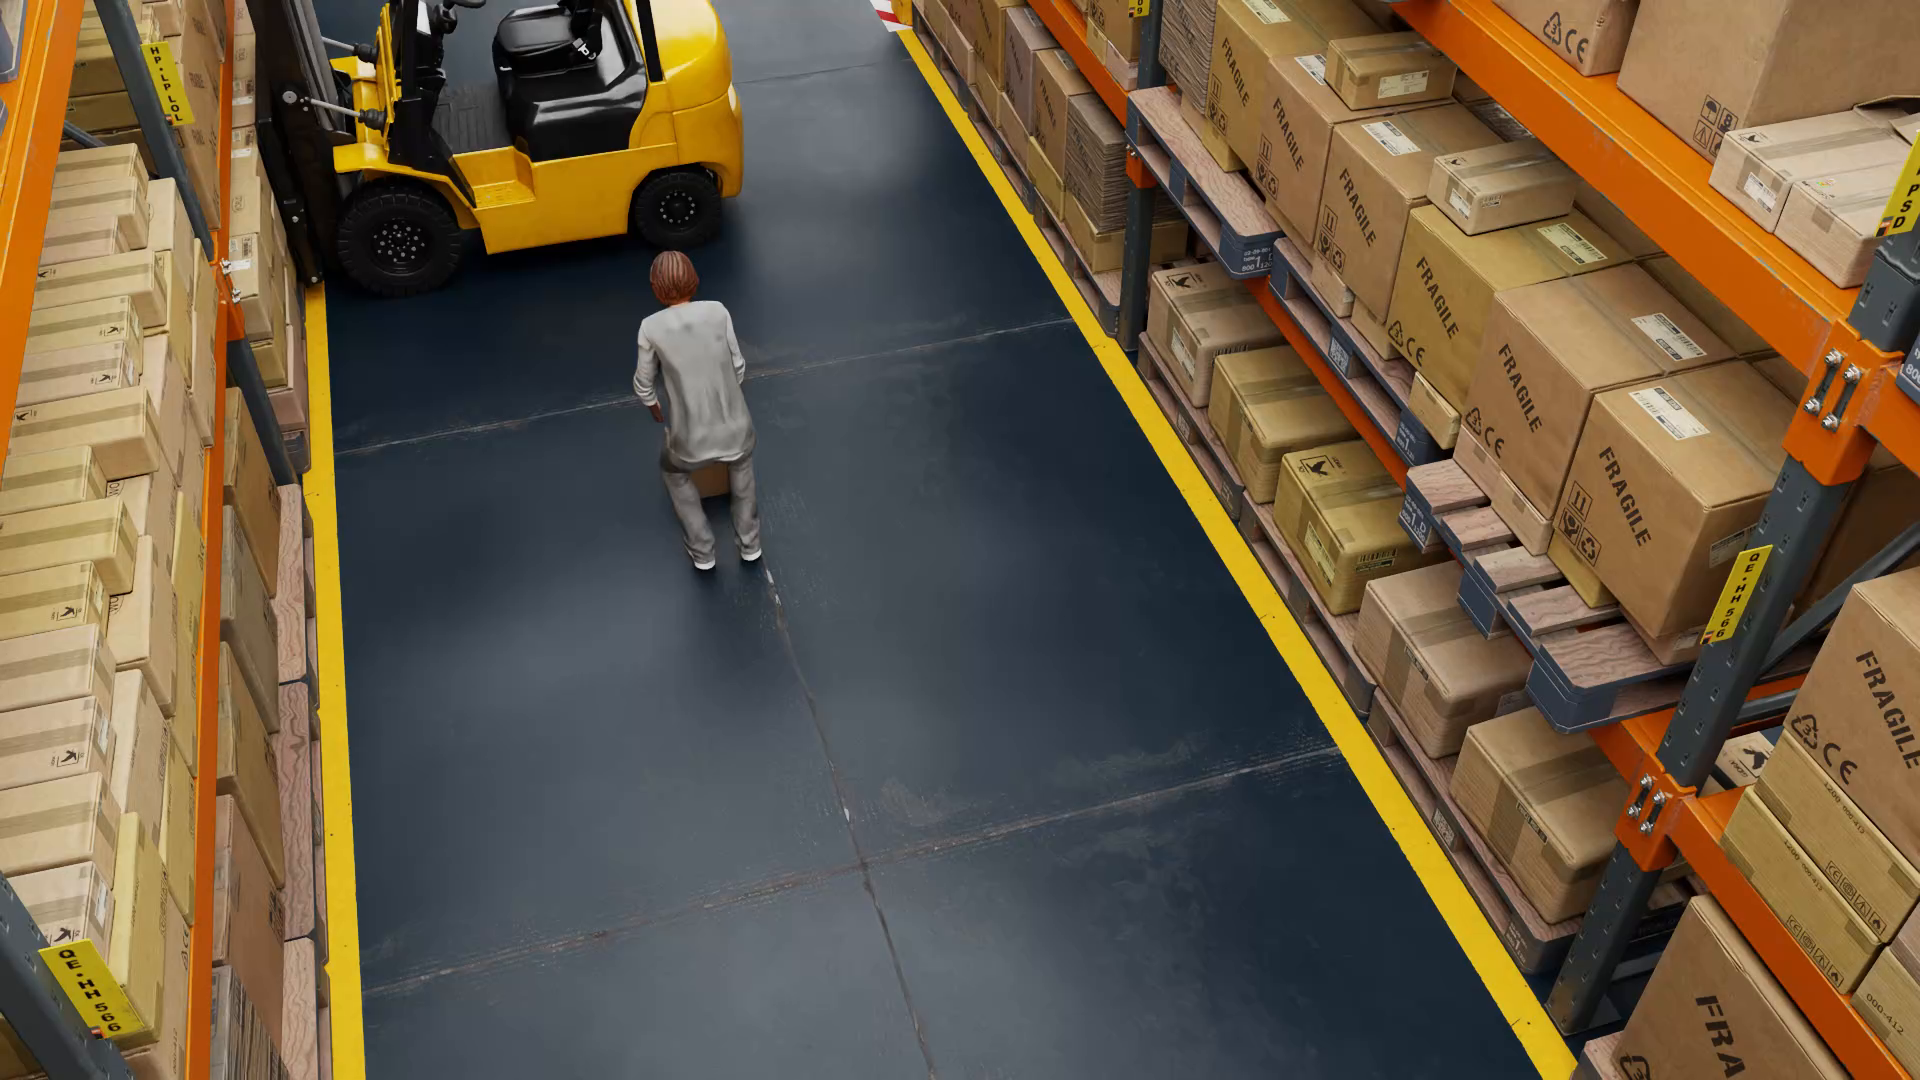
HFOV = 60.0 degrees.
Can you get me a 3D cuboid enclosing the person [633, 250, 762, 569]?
[{"bbox_3d":[-1.078,-0.478,6.848,0.458,1.385,0.581,-12,44,-12],"label":"person"}]
